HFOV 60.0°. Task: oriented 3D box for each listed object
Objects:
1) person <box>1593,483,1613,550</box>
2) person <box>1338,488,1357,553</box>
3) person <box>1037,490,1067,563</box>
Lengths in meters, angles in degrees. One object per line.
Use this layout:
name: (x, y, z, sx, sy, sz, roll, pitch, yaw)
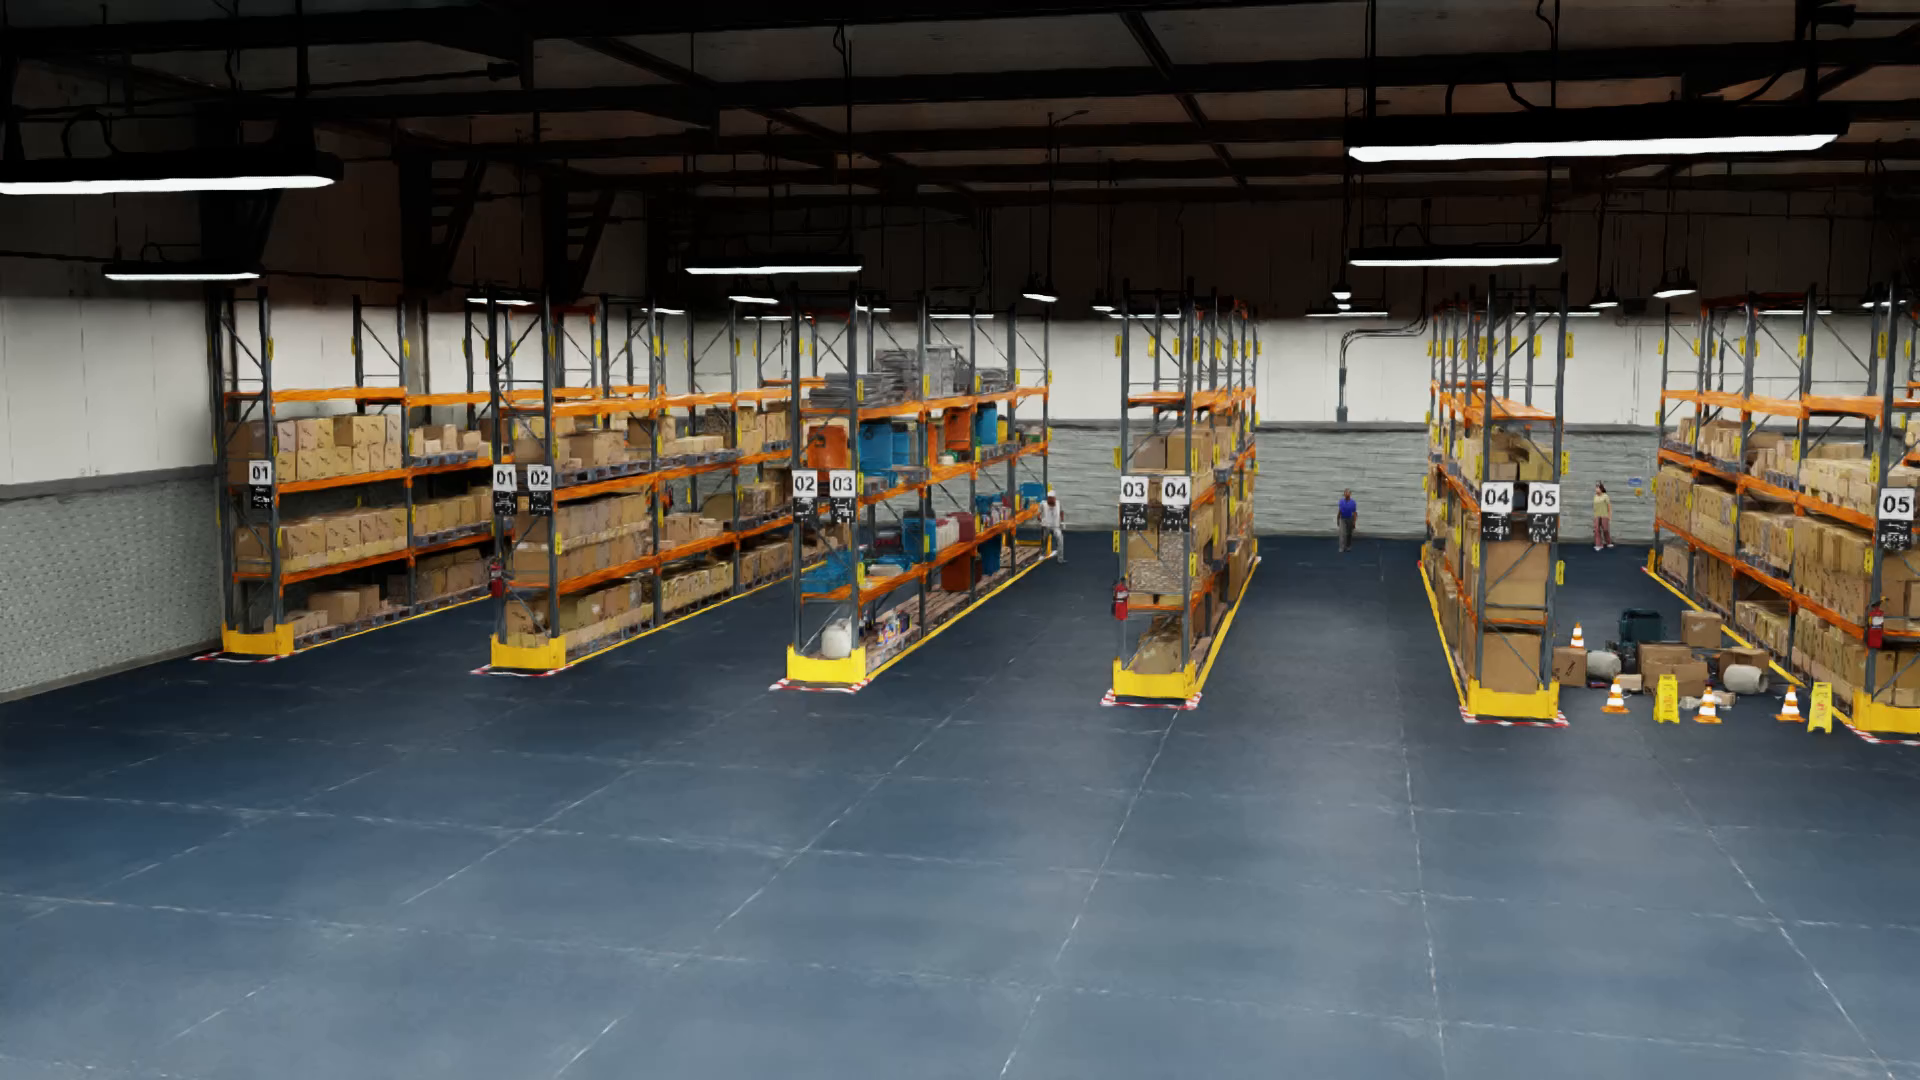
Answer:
person: (16.095, -0.593, 41.597, 0.537, 1.661, 0.512, -5, 9, -40)
person: (9.514, -0.488, 40.859, 0.445, 1.574, 1.091, 1, 7, 11)
person: (2.134, -0.332, 38.970, 0.701, 1.718, 0.849, 0, 7, -3)
